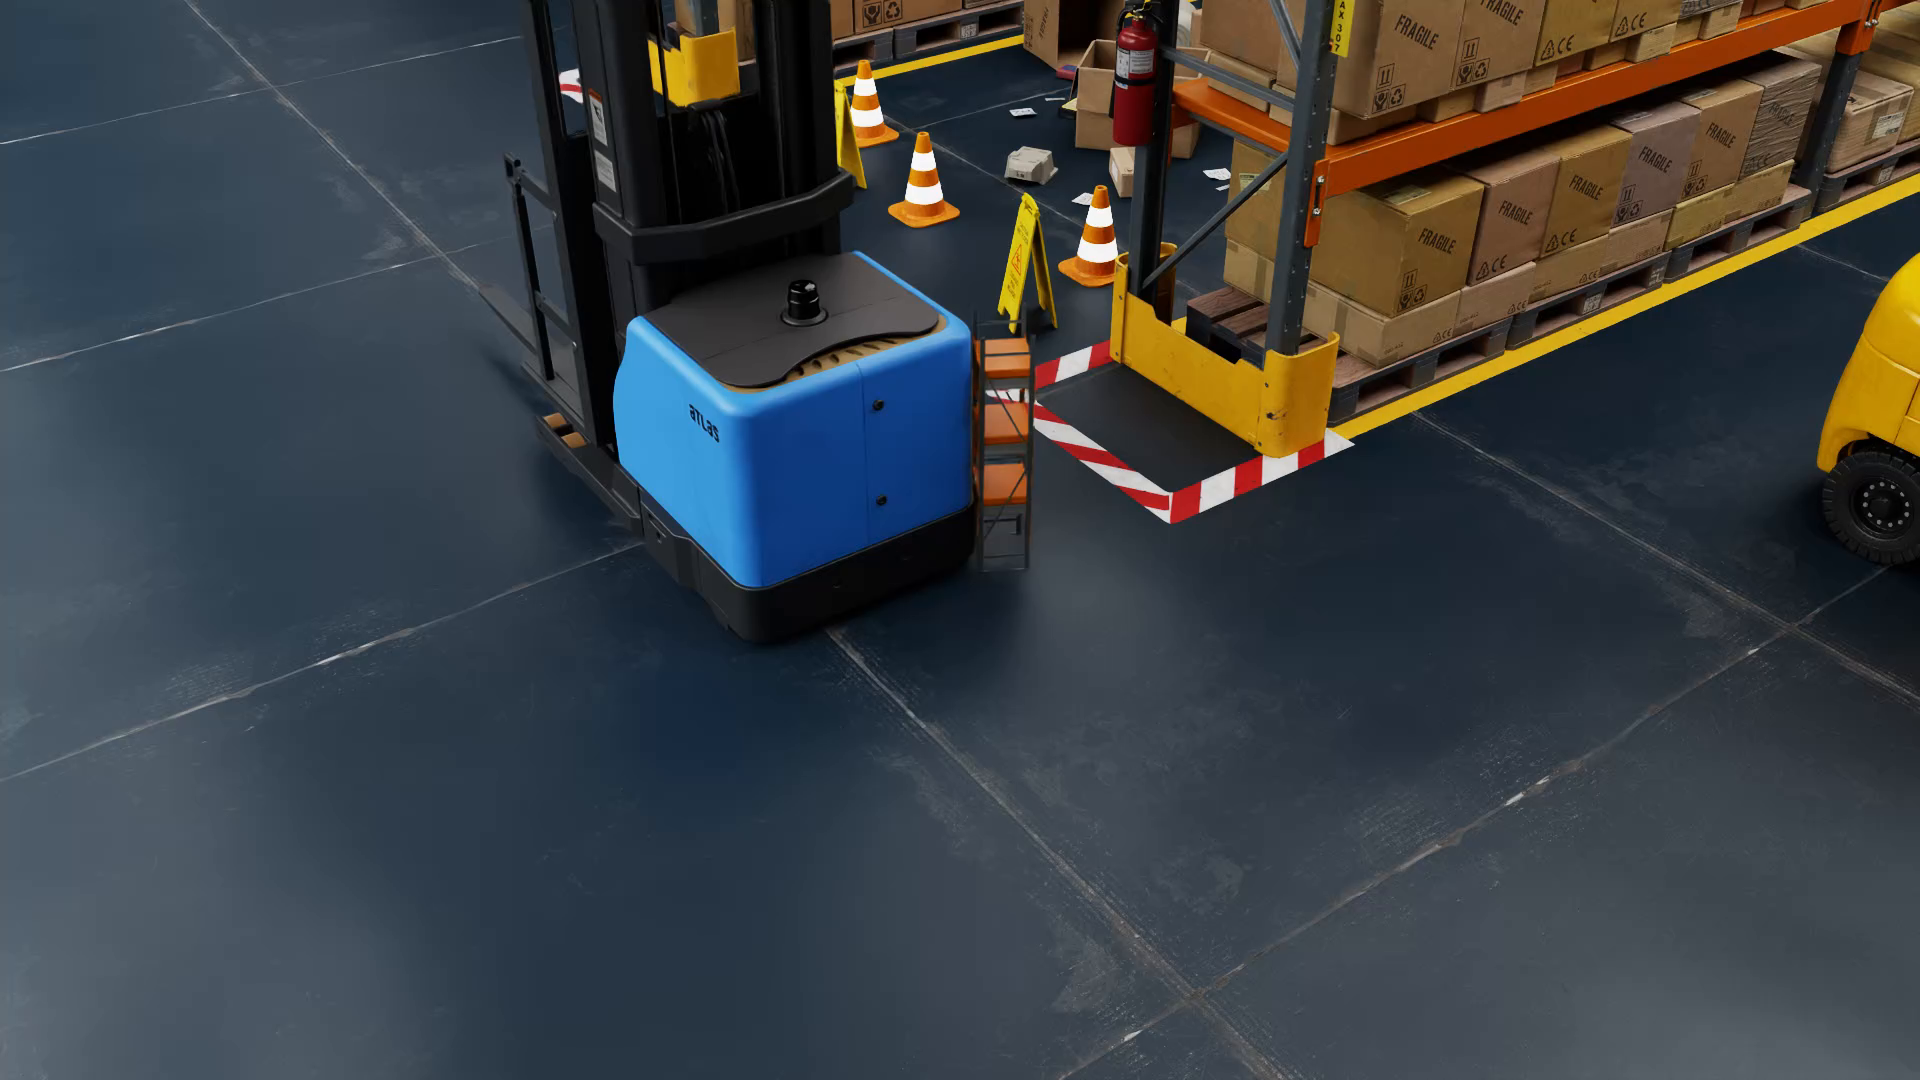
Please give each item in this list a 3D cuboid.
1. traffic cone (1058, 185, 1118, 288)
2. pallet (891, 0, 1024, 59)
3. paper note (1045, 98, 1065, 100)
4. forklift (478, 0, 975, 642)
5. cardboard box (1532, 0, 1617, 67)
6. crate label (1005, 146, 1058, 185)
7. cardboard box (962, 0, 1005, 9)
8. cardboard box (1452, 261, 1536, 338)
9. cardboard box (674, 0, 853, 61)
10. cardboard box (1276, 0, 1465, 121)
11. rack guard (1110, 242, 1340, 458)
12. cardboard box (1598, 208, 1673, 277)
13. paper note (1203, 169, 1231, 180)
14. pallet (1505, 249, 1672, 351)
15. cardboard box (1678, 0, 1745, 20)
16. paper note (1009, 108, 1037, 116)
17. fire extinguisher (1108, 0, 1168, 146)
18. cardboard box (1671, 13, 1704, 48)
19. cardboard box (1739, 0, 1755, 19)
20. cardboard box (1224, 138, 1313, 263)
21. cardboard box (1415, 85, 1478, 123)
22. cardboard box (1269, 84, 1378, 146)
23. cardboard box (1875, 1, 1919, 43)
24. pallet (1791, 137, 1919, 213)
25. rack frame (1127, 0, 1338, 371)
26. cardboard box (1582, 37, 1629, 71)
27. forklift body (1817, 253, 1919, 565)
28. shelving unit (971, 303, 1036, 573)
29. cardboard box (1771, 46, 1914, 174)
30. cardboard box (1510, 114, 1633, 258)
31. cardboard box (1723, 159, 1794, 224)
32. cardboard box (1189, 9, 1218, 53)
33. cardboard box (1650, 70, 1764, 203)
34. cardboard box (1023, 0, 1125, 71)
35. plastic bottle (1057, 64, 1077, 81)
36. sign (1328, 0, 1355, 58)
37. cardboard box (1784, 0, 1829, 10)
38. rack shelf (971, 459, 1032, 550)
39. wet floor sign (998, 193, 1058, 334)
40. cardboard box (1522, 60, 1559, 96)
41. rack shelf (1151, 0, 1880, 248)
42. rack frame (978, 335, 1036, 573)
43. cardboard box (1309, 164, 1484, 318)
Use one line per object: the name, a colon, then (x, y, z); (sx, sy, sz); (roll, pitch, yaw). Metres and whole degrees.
traffic cone: (0.716, -1.601, 8.580); (0.334, 0.463, 0.336); (-22, 41, -28)
pallet: (-0.222, -3.781, 11.827); (1.213, 0.211, 1.003); (-22, 41, -28)
paper note: (0.612, -2.832, 10.678); (0.123, 0.001, 0.032); (-3, 36, -4)
forklift: (-1.201, -1.631, 6.508); (1.130, 2.935, 3.031); (-22, 41, -28)
cardboard box: (2.492, -2.407, 7.187); (0.500, 0.500, 0.500); (-23, 42, -29)
crate label: (0.406, -2.178, 9.661); (0.250, 0.136, 0.298); (15, 38, 20)
cardboard box: (0.154, -4.369, 11.716); (0.875, 0.875, 0.875); (-22, 41, -28)
cardboard box: (2.348, -1.232, 7.890); (0.500, 0.250, 0.500); (-21, 41, -26)
cardboard box: (-1.310, -3.767, 10.878); (0.875, 0.875, 0.875); (-22, 41, -28)
cardboard box: (1.655, -2.059, 6.703); (0.500, 0.500, 0.500); (-23, 42, -29)
rack guard: (1.170, -0.881, 7.547); (0.348, 0.500, 1.175); (-22, 41, -28)
cardboard box: (3.201, -1.590, 8.388); (0.500, 0.250, 0.500); (-22, 41, -27)
paper note: (1.515, -2.143, 9.713); (0.142, 0.019, 0.148); (-9, 37, -12)
pallet: (2.851, -1.428, 8.555); (1.213, 0.211, 1.003); (-22, 41, -28)
cardboard box: (3.319, -2.756, 7.673); (0.500, 0.500, 0.500); (-21, 41, -27)
paper note: (0.399, -2.696, 10.474); (0.142, 0.017, 0.144); (-9, 37, -12)
fire extinguisher: (0.749, -2.021, 7.057); (0.183, 0.674, 0.296); (-22, 41, -28)
cardboard box: (3.235, -2.445, 7.796); (0.250, 0.149, 0.380); (-23, 42, -29)
cardboard box: (3.621, -2.646, 8.075); (0.250, 0.149, 0.380); (-23, 42, -28)
cardboard box: (1.612, -1.623, 7.791); (0.500, 0.500, 0.500); (-22, 41, -28)
cardboard box: (1.966, -1.926, 7.075); (0.250, 0.149, 0.380); (-24, 42, -29)
cardboard box: (1.505, -1.784, 6.877); (0.250, 0.149, 0.380); (-22, 41, -28)
cardboard box: (5.958, -2.976, 10.209); (0.625, 0.372, 0.950); (-21, 41, -26)
pallet: (5.013, -2.347, 9.832); (1.213, 0.211, 1.003); (-22, 41, -28)
rack frame: (1.108, -1.871, 6.782); (0.127, 3.000, 1.000); (-22, 41, -28)
cardboard box: (2.806, -2.285, 7.573); (0.250, 0.149, 0.380); (-24, 42, -29)
forklift body: (4.469, -0.667, 5.835); (1.214, 2.155, 2.313); (-22, 41, -28)
shelving unit: (0.160, -0.374, 6.371); (0.215, 1.050, 0.252); (-4, 36, -5)
cardboard box: (4.805, -2.497, 9.544); (0.625, 0.372, 0.950); (-22, 41, -27)
cardboard box: (2.785, -1.720, 7.925); (0.500, 0.500, 0.500); (-22, 41, -27)
cardboard box: (4.049, -1.943, 8.878); (0.500, 0.250, 0.500); (-20, 40, -26)
cardboard box: (1.845, -3.030, 10.416); (0.503, 0.637, 0.797); (-22, 41, -28)
cardboard box: (3.634, -2.076, 8.420); (0.500, 0.500, 0.500); (-22, 41, -27)
cardboard box: (0.766, -3.519, 11.212); (0.500, 0.500, 0.500); (-15, 38, -20)
plastic bottle: (0.791, -3.067, 10.962); (0.283, 0.061, 0.133); (22, 41, 28)
sign: (1.420, -1.963, 6.169); (0.005, 0.325, 0.100); (-22, 41, -28)
cardboard box: (4.090, -2.773, 8.252); (0.250, 0.149, 0.380); (-21, 41, -27)
rack shelf: (0.160, -0.140, 6.540); (0.215, 0.259, 0.240); (-4, 36, -5)
wet floor sign: (0.336, -1.362, 8.091); (0.232, 0.644, 0.267); (-9, 37, -12)
cardboard box: (2.393, -2.093, 7.306); (0.250, 0.149, 0.380); (-21, 41, -27)
rack shelf: (2.743, -2.251, 7.927); (4.000, 0.370, 1.077); (-22, 41, -28)
rack frame: (0.172, -0.304, 6.273); (0.200, 1.050, 0.008); (-4, 36, -5)
cardboard box: (1.946, -1.377, 7.448); (0.500, 0.500, 0.500); (-24, 42, -29)
